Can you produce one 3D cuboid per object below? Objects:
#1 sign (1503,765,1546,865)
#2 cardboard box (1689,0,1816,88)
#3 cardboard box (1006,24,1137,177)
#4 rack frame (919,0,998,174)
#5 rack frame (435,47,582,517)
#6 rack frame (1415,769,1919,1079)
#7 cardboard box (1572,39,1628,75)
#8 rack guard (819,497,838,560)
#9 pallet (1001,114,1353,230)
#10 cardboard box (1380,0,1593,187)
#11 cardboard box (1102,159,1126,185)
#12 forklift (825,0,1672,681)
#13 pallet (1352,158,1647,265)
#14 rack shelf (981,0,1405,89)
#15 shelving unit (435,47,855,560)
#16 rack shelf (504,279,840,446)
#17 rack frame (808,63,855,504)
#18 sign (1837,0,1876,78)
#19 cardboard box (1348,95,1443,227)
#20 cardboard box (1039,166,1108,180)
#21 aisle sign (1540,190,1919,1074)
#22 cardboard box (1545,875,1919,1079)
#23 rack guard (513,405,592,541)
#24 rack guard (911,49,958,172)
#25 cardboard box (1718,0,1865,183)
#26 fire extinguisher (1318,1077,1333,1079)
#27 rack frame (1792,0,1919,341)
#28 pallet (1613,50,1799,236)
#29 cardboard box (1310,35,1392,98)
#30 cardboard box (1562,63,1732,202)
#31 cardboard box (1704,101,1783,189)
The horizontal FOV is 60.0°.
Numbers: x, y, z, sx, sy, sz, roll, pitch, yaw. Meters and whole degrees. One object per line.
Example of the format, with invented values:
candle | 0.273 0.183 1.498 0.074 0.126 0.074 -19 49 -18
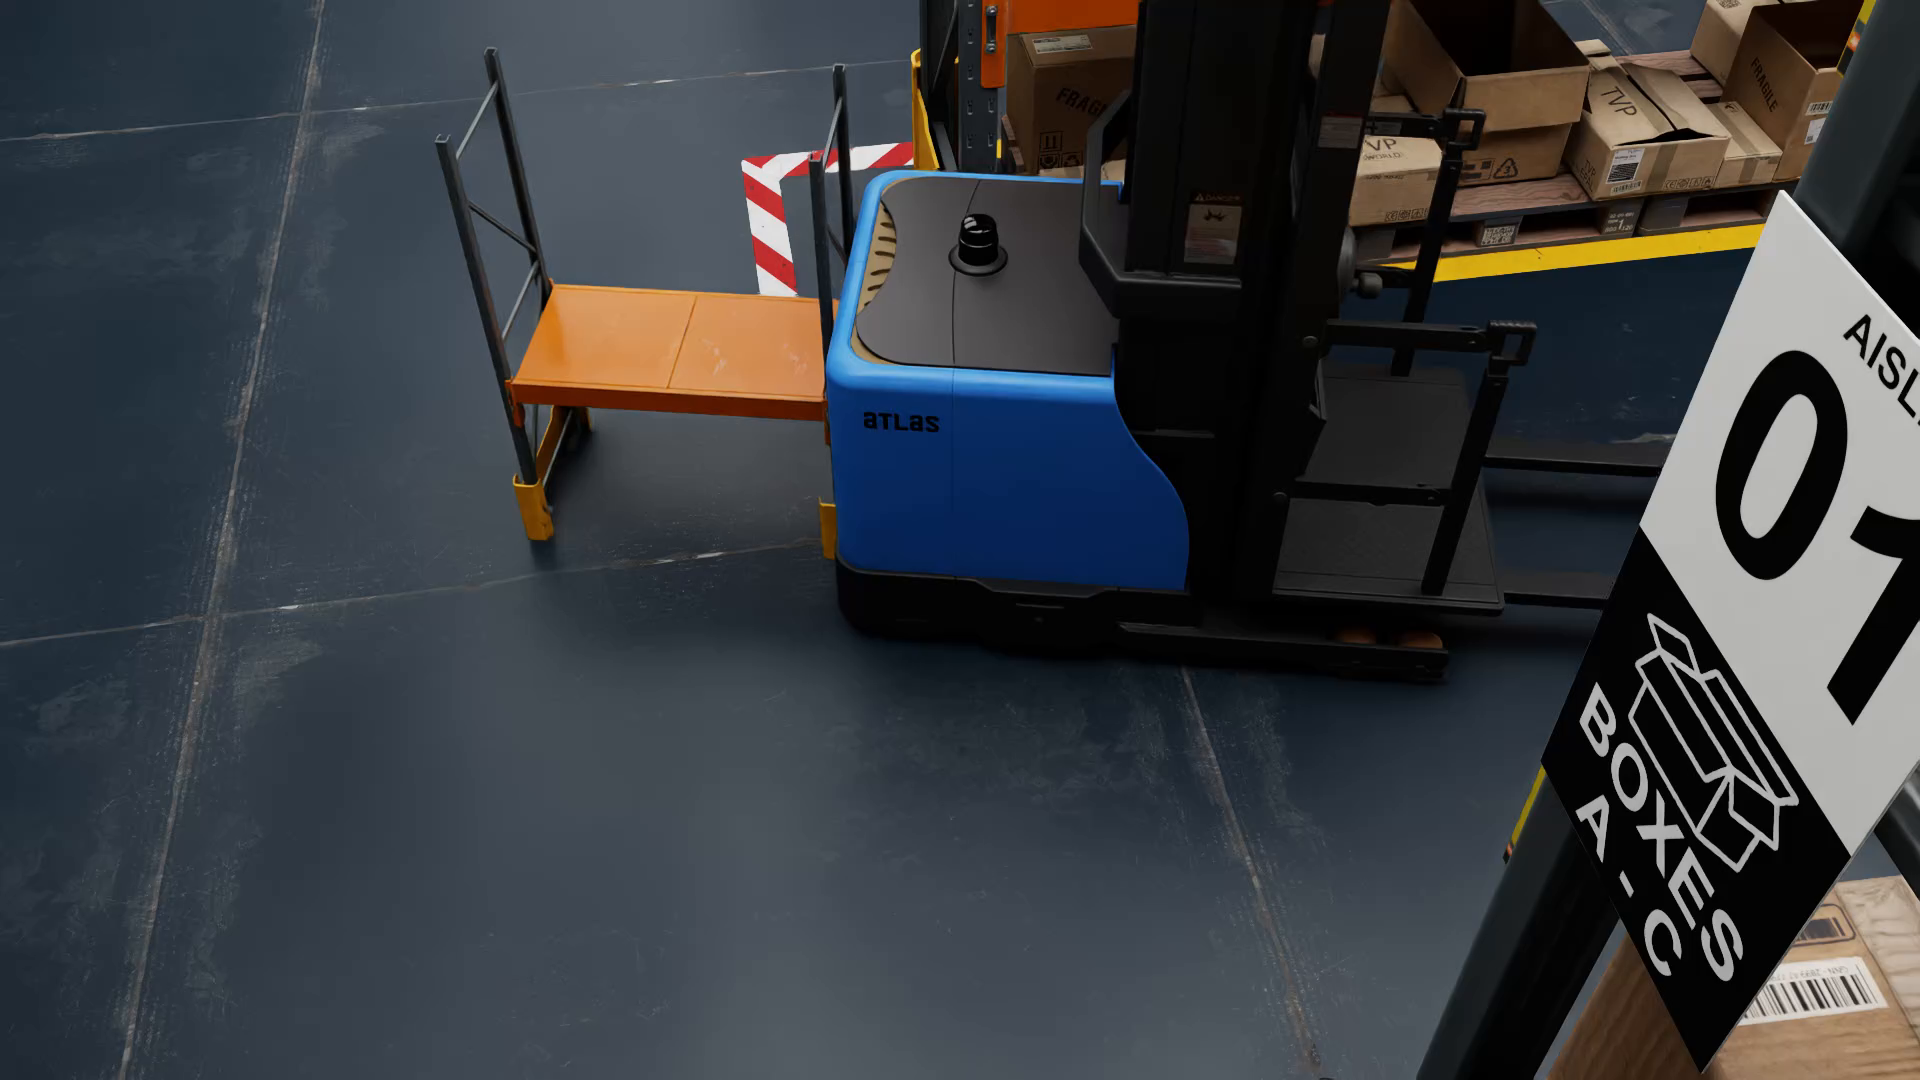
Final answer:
sign | 0.756 0.359 2.132 0.005 0.325 0.100 -7 46 -7
cardboard box | 3.477 -2.097 7.030 0.500 0.311 0.500 -7 46 -7
cardboard box | 0.480 -1.812 6.623 0.500 0.500 0.500 -7 46 -7
rack frame | -0.014 -2.285 5.648 0.127 3.000 1.000 -7 46 -7
rack frame | -1.378 -0.730 5.192 0.032 1.500 0.500 4 46 4
rack frame | 0.834 1.230 2.262 0.127 3.000 1.000 -7 46 -7
cardboard box | 2.626 -1.934 6.972 0.250 0.166 0.380 -7 46 -7
rack guard | -0.385 -0.232 5.580 0.087 0.250 0.587 4 46 4
pallet | 0.846 -1.425 6.757 1.213 0.211 1.003 -7 46 -7
cardboard box | 2.077 -1.828 6.636 0.637 0.503 0.797 -7 46 -7
cardboard box | 0.704 -1.292 6.354 0.250 0.166 0.380 -7 46 -7
forklift | 1.164 -0.987 4.446 3.031 2.935 1.130 4 46 4
pallet | 2.046 -1.572 6.899 1.213 0.211 1.003 -7 46 -7
rack shelf | 1.957 -2.281 6.144 4.000 0.370 1.077 -7 46 -7
shelving unit | -0.881 -0.698 5.161 1.083 1.500 0.587 4 46 4
rack shelf | -0.872 -0.573 5.290 1.000 0.185 0.538 4 46 4
rack frame | -0.366 -0.665 5.129 0.032 1.500 0.500 4 46 4
sign | 0.756 -0.477 1.264 0.005 0.325 0.100 -7 46 -7
cardboard box | 1.556 -1.472 6.469 0.500 0.250 0.500 -7 46 -7
cardboard box | 0.457 -1.256 6.331 0.250 0.149 0.380 -7 46 -7
aisle sign | 0.712 0.124 1.522 0.004 0.787 0.394 -7 46 -7
cardboard box | 1.335 1.056 2.221 0.700 0.700 0.980 -5 46 -5
rack guard | -1.377 -0.296 5.642 0.087 0.250 0.587 4 46 4
rack guard | 0.061 -1.427 6.557 0.348 0.500 1.175 -7 46 -7
cardboard box | 3.414 -1.790 6.602 0.500 0.500 0.500 -7 46 -7
fire extinguisher | 0.607 1.077 2.722 0.183 0.674 0.296 -7 46 -7
rack frame | 0.834 -0.852 0.102 0.127 3.000 1.000 -7 46 -7
pallet | 3.251 -1.725 7.045 1.213 0.211 1.003 -7 46 -7
cardboard box | 1.421 -1.820 6.805 0.500 0.250 0.500 -7 46 -7
cardboard box | 2.675 -1.632 6.581 0.500 0.311 0.500 -7 46 -7
cardboard box | 3.055 -1.579 6.643 0.250 0.149 0.380 -7 46 -7
